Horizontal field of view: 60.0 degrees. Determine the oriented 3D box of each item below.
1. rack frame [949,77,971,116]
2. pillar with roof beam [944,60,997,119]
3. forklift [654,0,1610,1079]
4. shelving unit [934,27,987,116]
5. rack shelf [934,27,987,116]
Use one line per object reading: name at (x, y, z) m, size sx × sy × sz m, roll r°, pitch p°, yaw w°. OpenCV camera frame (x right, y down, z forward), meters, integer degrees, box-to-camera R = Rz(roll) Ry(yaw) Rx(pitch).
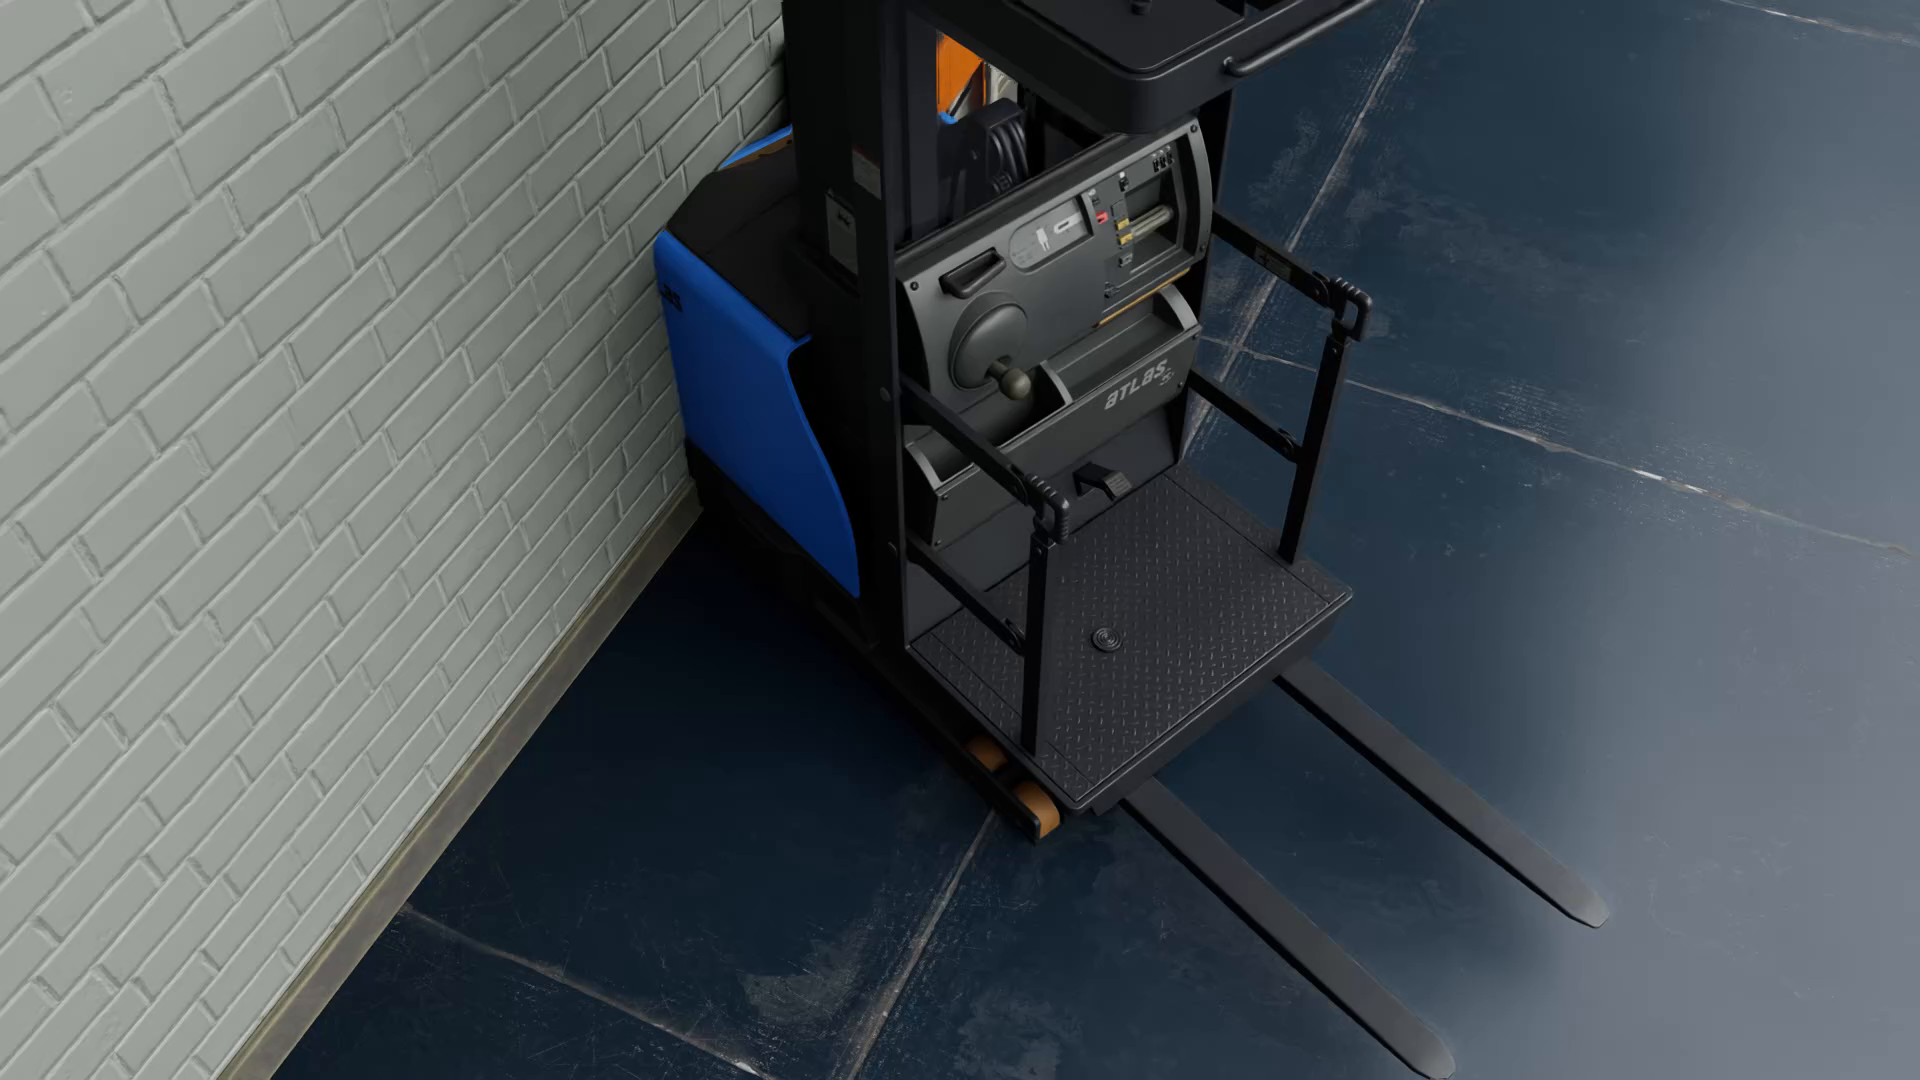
rack frame at (-0.114, -1.560, 5.193) m, size 0.400 × 2.100 × 0.015 m, roll 17°, pitch 51°, yaw 15°
pillar with roof beam at (3.797, -2.574, 1.532) m, size 9.100 × 9.000 × 0.400 m, roll 20°, pitch 52°, yaw 16°
forklift at (0.389, -0.575, 3.815) m, size 1.130 × 2.935 × 3.031 m, roll -33°, pitch 57°, yaw -25°
shelving unit at (-0.207, -1.391, 5.044) m, size 0.431 × 2.100 × 0.503 m, roll 17°, pitch 51°, yaw 15°
rack shelf at (-0.207, -1.382, 5.054) m, size 0.431 × 0.518 × 0.480 m, roll 17°, pitch 51°, yaw 15°
